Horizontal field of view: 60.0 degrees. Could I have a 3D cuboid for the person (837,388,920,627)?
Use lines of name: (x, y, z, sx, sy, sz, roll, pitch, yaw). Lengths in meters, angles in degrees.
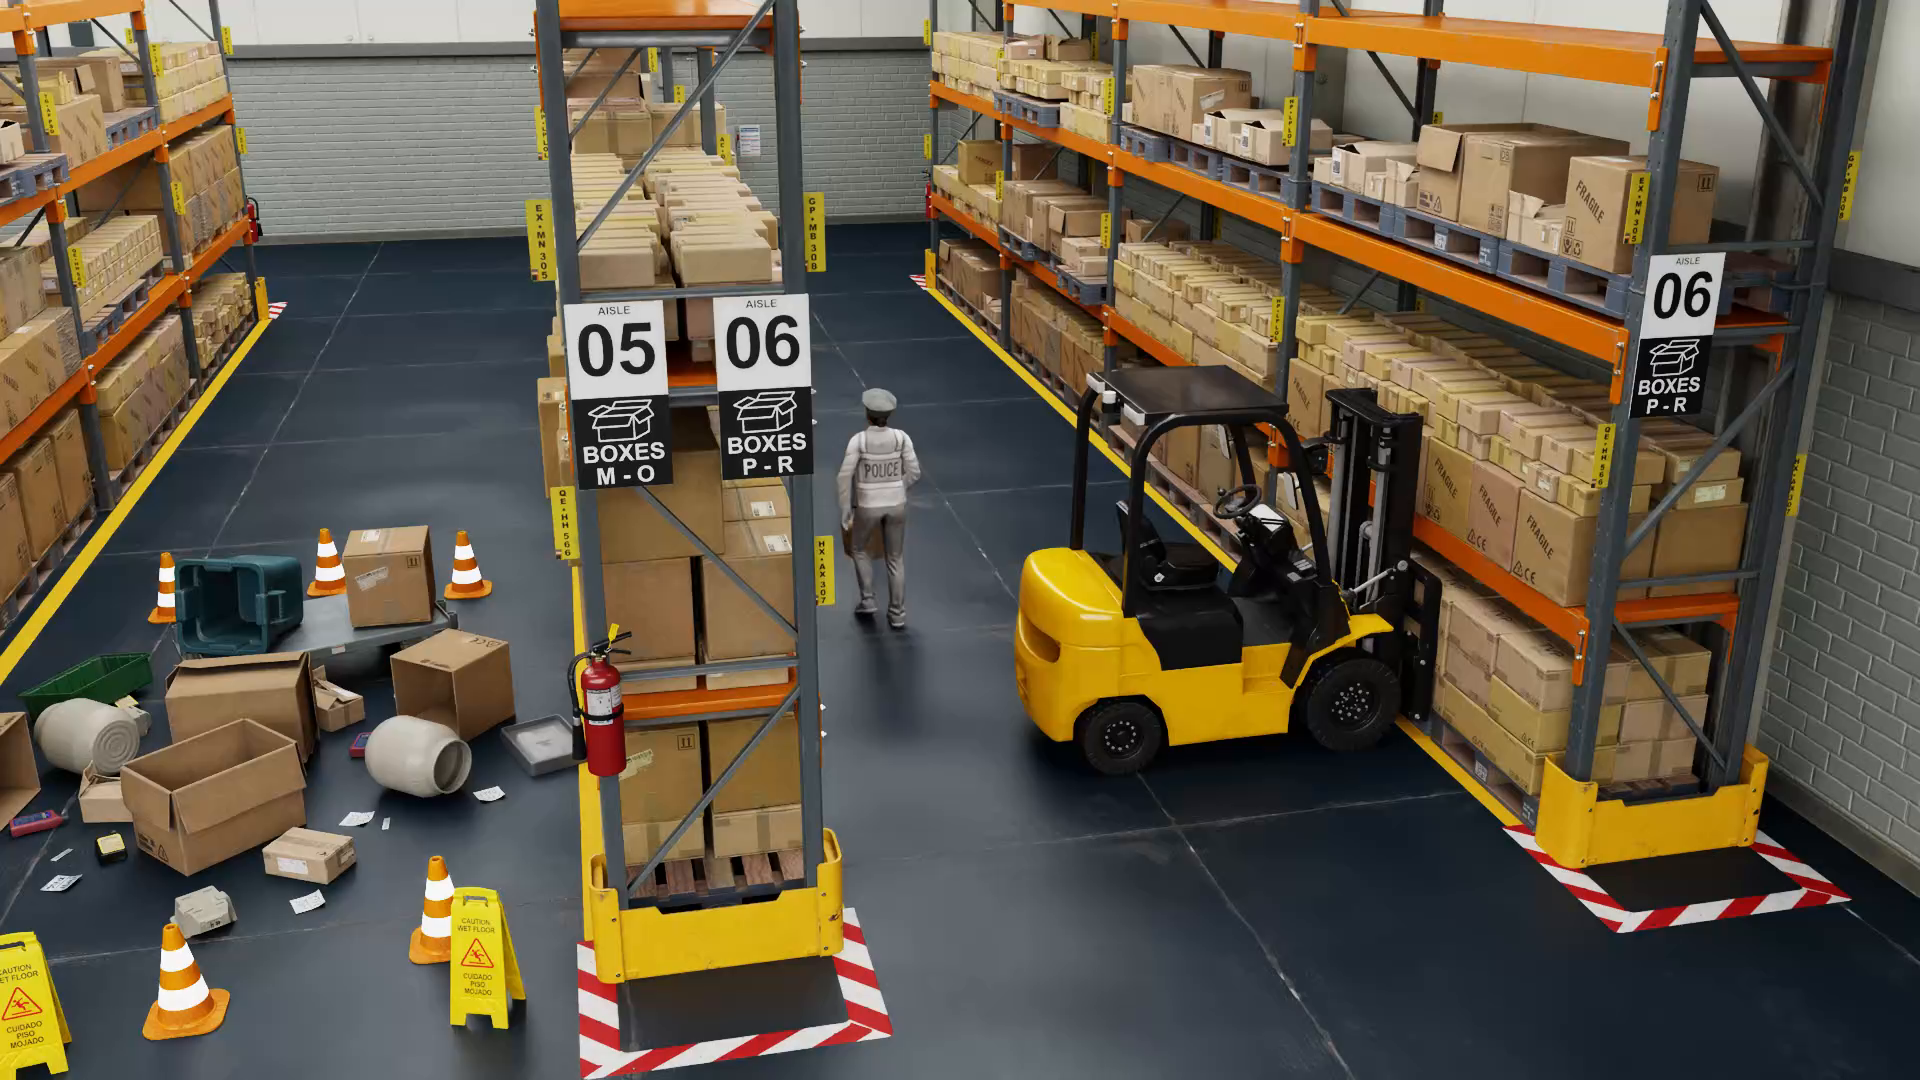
person: (-0.577, -0.235, 11.711, 0.606, 1.670, 0.523, -5, 20, -14)
